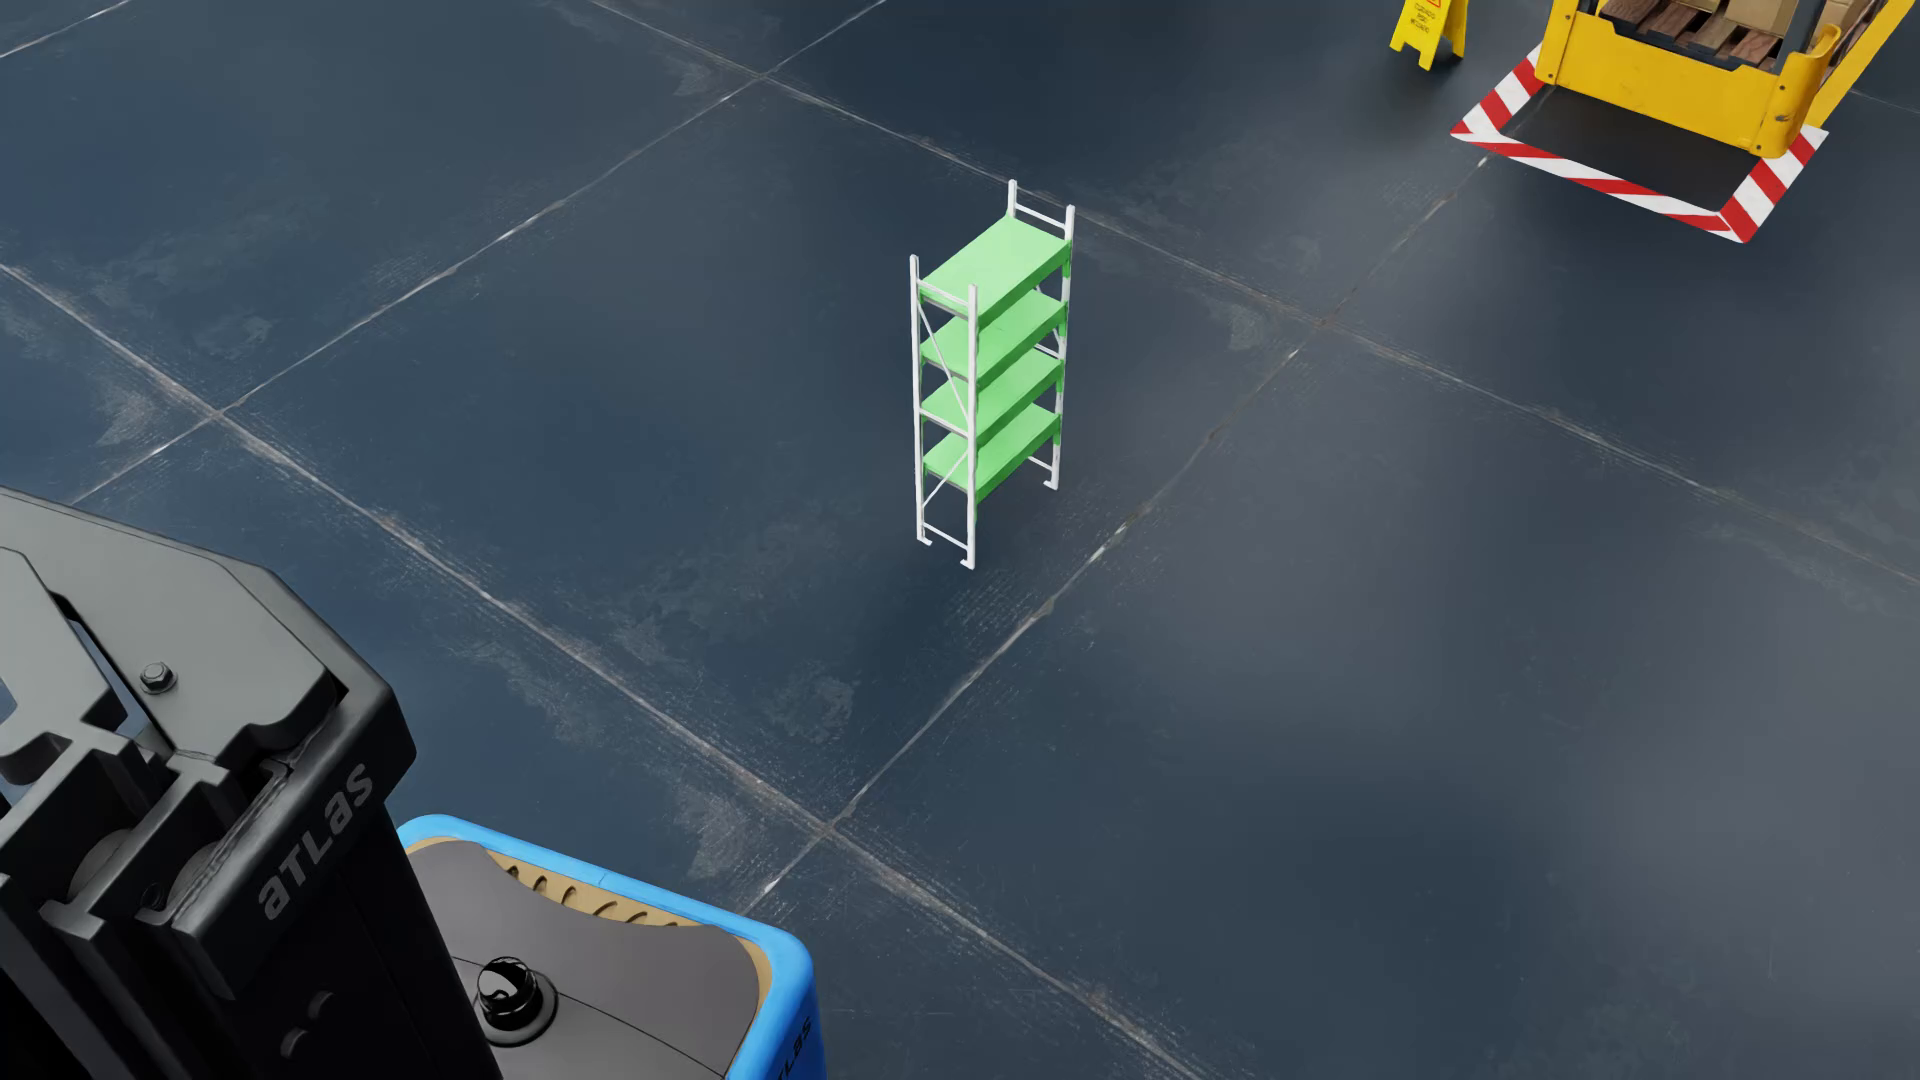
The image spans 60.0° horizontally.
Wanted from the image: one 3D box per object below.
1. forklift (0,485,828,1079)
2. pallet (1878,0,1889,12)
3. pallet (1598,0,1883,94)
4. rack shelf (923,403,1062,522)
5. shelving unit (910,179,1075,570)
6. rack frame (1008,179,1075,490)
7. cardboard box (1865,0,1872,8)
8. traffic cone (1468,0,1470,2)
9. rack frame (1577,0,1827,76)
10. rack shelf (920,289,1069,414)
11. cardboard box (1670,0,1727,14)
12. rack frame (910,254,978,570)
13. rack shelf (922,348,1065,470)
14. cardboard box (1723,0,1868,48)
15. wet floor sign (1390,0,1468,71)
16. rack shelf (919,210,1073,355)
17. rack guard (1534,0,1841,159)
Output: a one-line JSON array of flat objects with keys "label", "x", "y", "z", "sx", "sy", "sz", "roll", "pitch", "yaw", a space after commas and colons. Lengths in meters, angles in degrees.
[{"label": "forklift", "x": -1.286, "y": 1.442, "z": 2.345, "sx": 1.130, "sy": 2.935, "sz": 3.031, "roll": 15, "pitch": 48, "yaw": 14}, {"label": "pallet", "x": 4.521, "y": -3.241, "z": 8.700, "sx": 1.003, "sy": 0.211, "sz": 1.213, "roll": 29, "pitch": 53, "yaw": 25}, {"label": "pallet", "x": 3.775, "y": -2.546, "z": 8.036, "sx": 1.003, "sy": 0.211, "sz": 1.213, "roll": 29, "pitch": 53, "yaw": 25}, {"label": "rack shelf", "x": 0.101, "y": -0.299, "z": 5.626, "sx": 0.258, "sy": 0.148, "sz": 0.480, "roll": 29, "pitch": 53, "yaw": 25}, {"label": "shelving unit", "x": 0.101, "y": -0.509, "z": 5.407, "sx": 0.258, "sy": 1.200, "sz": 0.503, "roll": 29, "pitch": 53, "yaw": 25}, {"label": "rack frame", "x": 0.250, "y": -0.649, "z": 5.540, "sx": 0.240, "sy": 1.200, "sz": 0.015, "roll": 29, "pitch": 53, "yaw": 25}, {"label": "cardboard box", "x": 4.234, "y": -2.840, "z": 7.999, "sx": 0.500, "sy": 0.250, "sz": 0.500, "roll": 31, "pitch": 54, "yaw": 26}, {"label": "traffic cone", "x": 2.446, "y": -2.956, "z": 8.254, "sx": 0.336, "sy": 0.463, "sz": 0.334, "roll": 29, "pitch": 53, "yaw": 25}, {"label": "rack frame", "x": 3.204, "y": -3.016, "z": 6.557, "sx": 1.000, "sy": 3.000, "sz": 0.127, "roll": 29, "pitch": 53, "yaw": 25}, {"label": "rack shelf", "x": 0.101, "y": -0.631, "z": 5.279, "sx": 0.258, "sy": 0.148, "sz": 0.480, "roll": 29, "pitch": 53, "yaw": 25}, {"label": "cardboard box", "x": 3.500, "y": -2.807, "z": 7.968, "sx": 0.500, "sy": 0.250, "sz": 0.500, "roll": 29, "pitch": 53, "yaw": 25}, {"label": "rack frame", "x": -0.048, "y": -0.370, "z": 5.273, "sx": 0.240, "sy": 1.200, "sz": 0.015, "roll": 29, "pitch": 53, "yaw": 25}, {"label": "rack shelf", "x": 0.101, "y": -0.465, "z": 5.453, "sx": 0.258, "sy": 0.148, "sz": 0.480, "roll": 29, "pitch": 53, "yaw": 25}, {"label": "cardboard box", "x": 3.916, "y": -2.551, "z": 7.723, "sx": 0.500, "sy": 0.250, "sz": 0.500, "roll": 29, "pitch": 53, "yaw": 25}, {"label": "wet floor sign", "x": 2.241, "y": -2.567, "z": 7.756, "sx": 0.232, "sy": 0.644, "sz": 0.267, "roll": -25, "pitch": 51, "yaw": -22}, {"label": "rack shelf", "x": 0.101, "y": -0.797, "z": 5.106, "sx": 0.258, "sy": 0.148, "sz": 0.480, "roll": 29, "pitch": 53, "yaw": 25}, {"label": "rack guard", "x": 3.250, "y": -2.196, "z": 7.502, "sx": 1.175, "sy": 0.500, "sz": 0.348, "roll": 29, "pitch": 53, "yaw": 25}]
